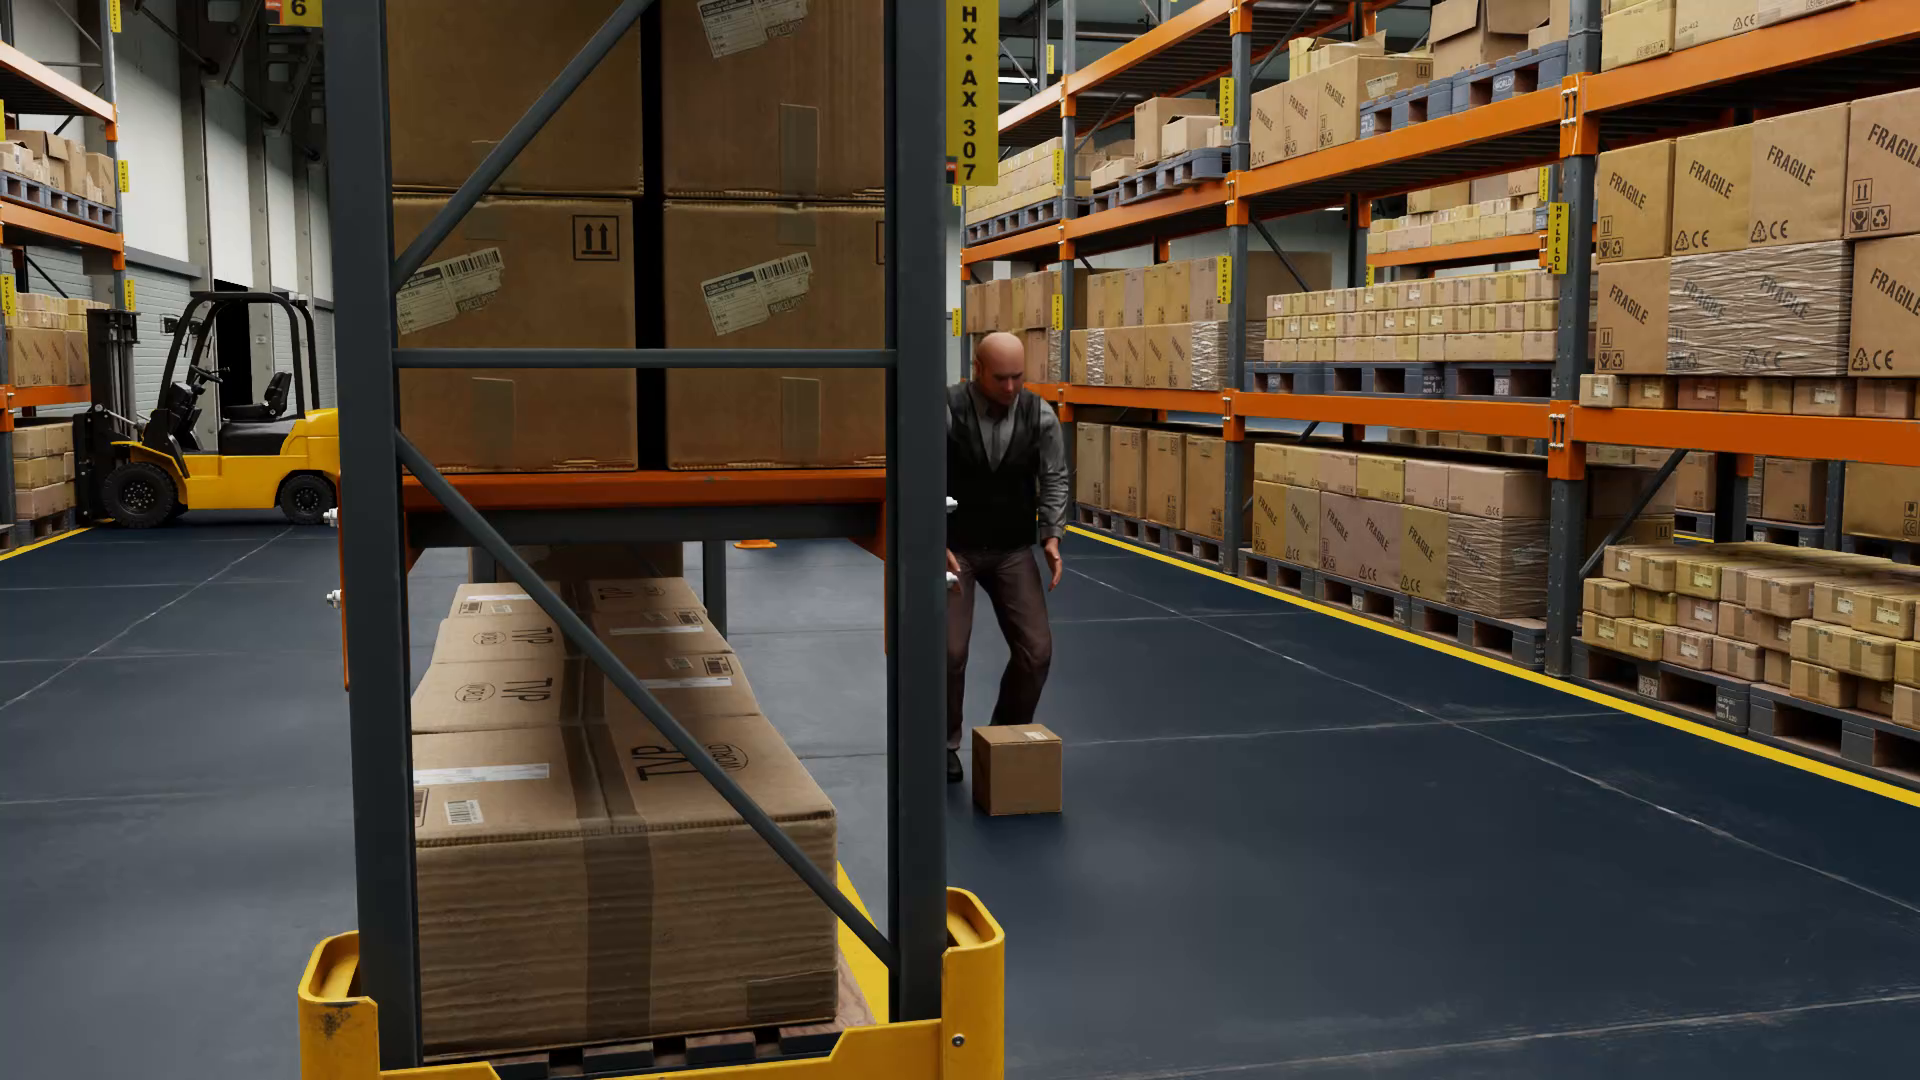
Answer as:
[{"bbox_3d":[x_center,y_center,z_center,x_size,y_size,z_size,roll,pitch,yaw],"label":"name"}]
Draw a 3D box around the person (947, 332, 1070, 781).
[{"bbox_3d":[0.111,0.056,6.073,0.574,1.617,0.509,-1,6,-12],"label":"person"}]
